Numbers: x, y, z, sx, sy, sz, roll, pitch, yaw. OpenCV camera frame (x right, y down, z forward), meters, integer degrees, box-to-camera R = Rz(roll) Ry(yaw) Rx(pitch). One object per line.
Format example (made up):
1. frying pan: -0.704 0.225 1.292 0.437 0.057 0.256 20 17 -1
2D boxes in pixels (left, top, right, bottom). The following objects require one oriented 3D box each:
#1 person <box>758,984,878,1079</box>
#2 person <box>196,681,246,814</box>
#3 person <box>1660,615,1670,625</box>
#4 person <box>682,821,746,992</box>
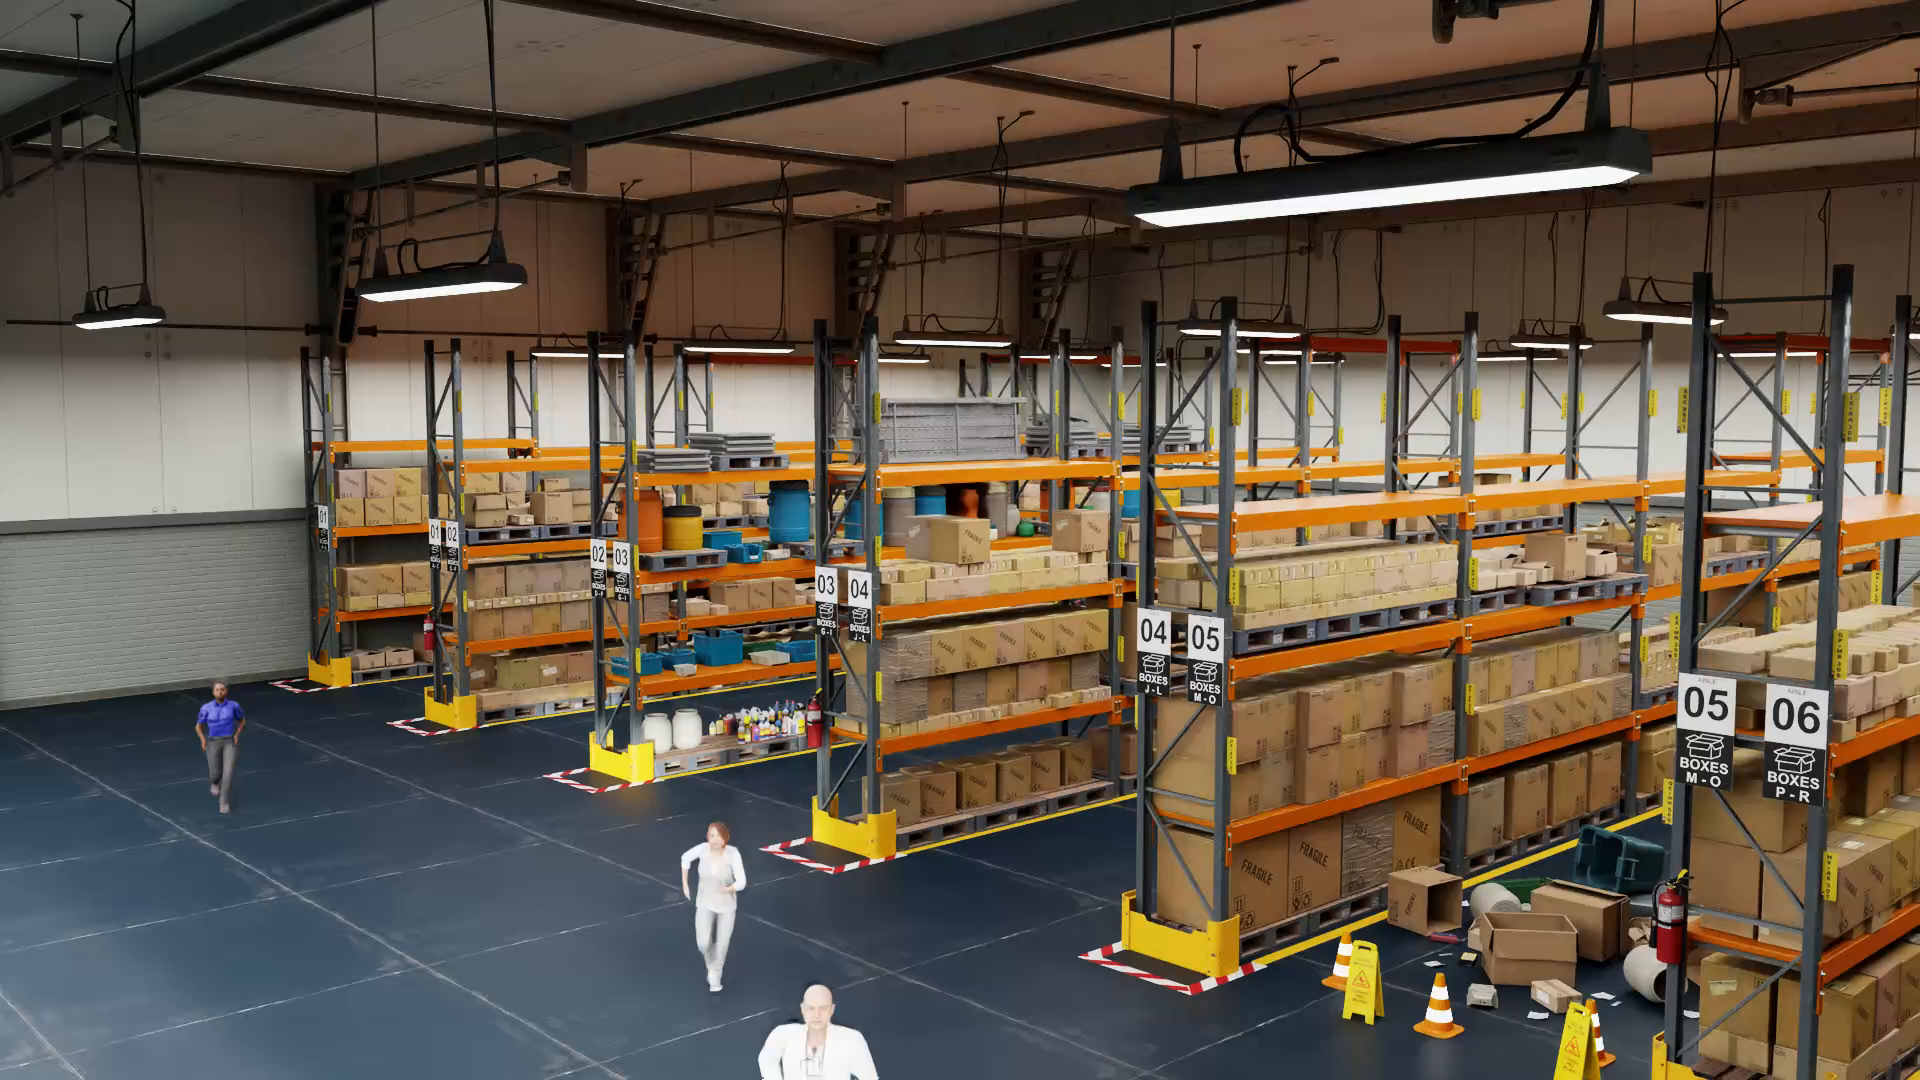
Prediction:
1. person: -0.827 3.445 9.638 0.710 1.782 0.987 0 5 -1
2. person: -9.170 2.552 20.667 0.575 1.618 0.611 -3 6 -27
3. person: 11.084 2.040 25.926 0.811 1.759 0.668 -4 6 -38
4. person: -2.095 3.143 14.120 0.567 1.536 0.703 0 5 -2
